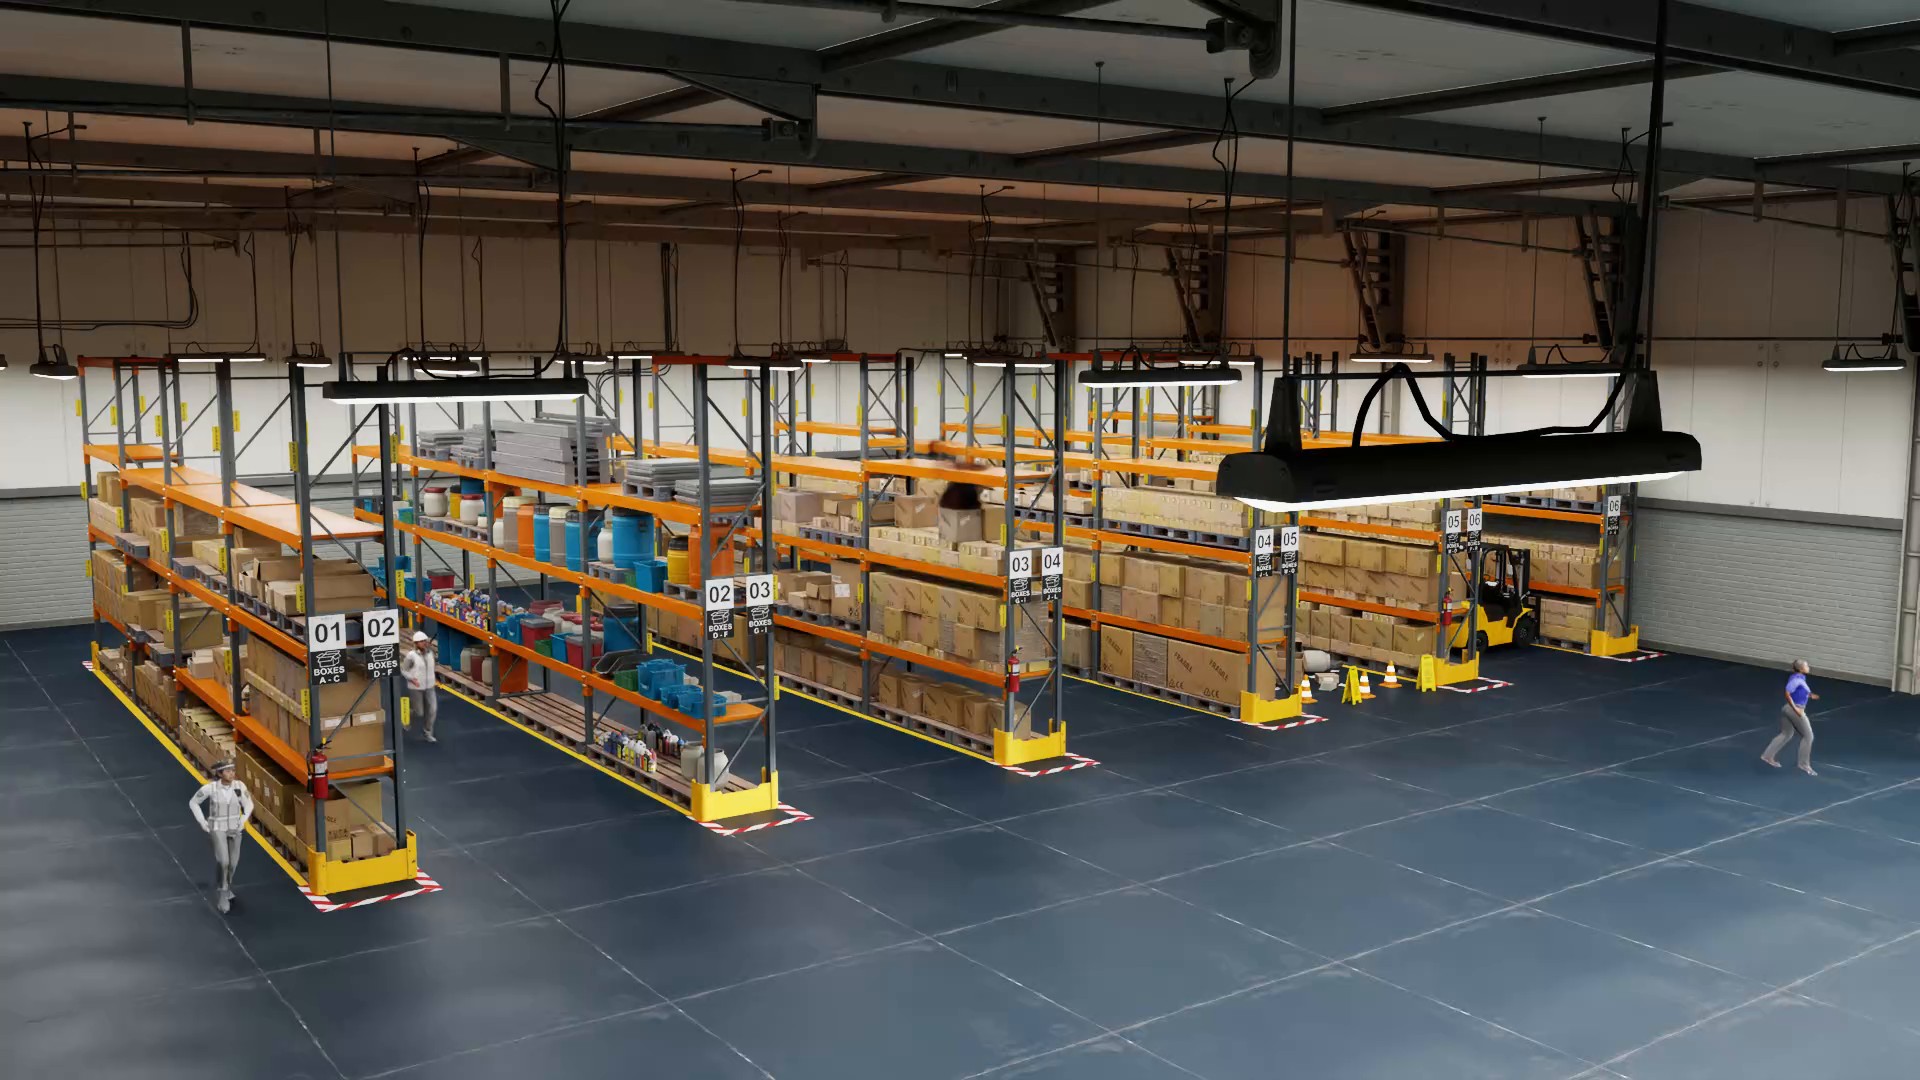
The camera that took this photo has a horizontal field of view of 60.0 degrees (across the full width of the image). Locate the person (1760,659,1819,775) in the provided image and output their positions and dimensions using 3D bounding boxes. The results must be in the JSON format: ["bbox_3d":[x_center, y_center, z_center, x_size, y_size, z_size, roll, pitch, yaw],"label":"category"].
[{"bbox_3d":[12.148,2.572,24.307,0.762,1.708,0.570,1,7,11],"label":"person"}]

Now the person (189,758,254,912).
[{"bbox_3d":[-8.199,3.263,18.570,0.625,1.700,0.652,-6,9,-41],"label":"person"}]

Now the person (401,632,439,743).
[{"bbox_3d":[-8.526,2.298,26.221,0.813,1.743,0.652,6,9,41],"label":"person"}]
